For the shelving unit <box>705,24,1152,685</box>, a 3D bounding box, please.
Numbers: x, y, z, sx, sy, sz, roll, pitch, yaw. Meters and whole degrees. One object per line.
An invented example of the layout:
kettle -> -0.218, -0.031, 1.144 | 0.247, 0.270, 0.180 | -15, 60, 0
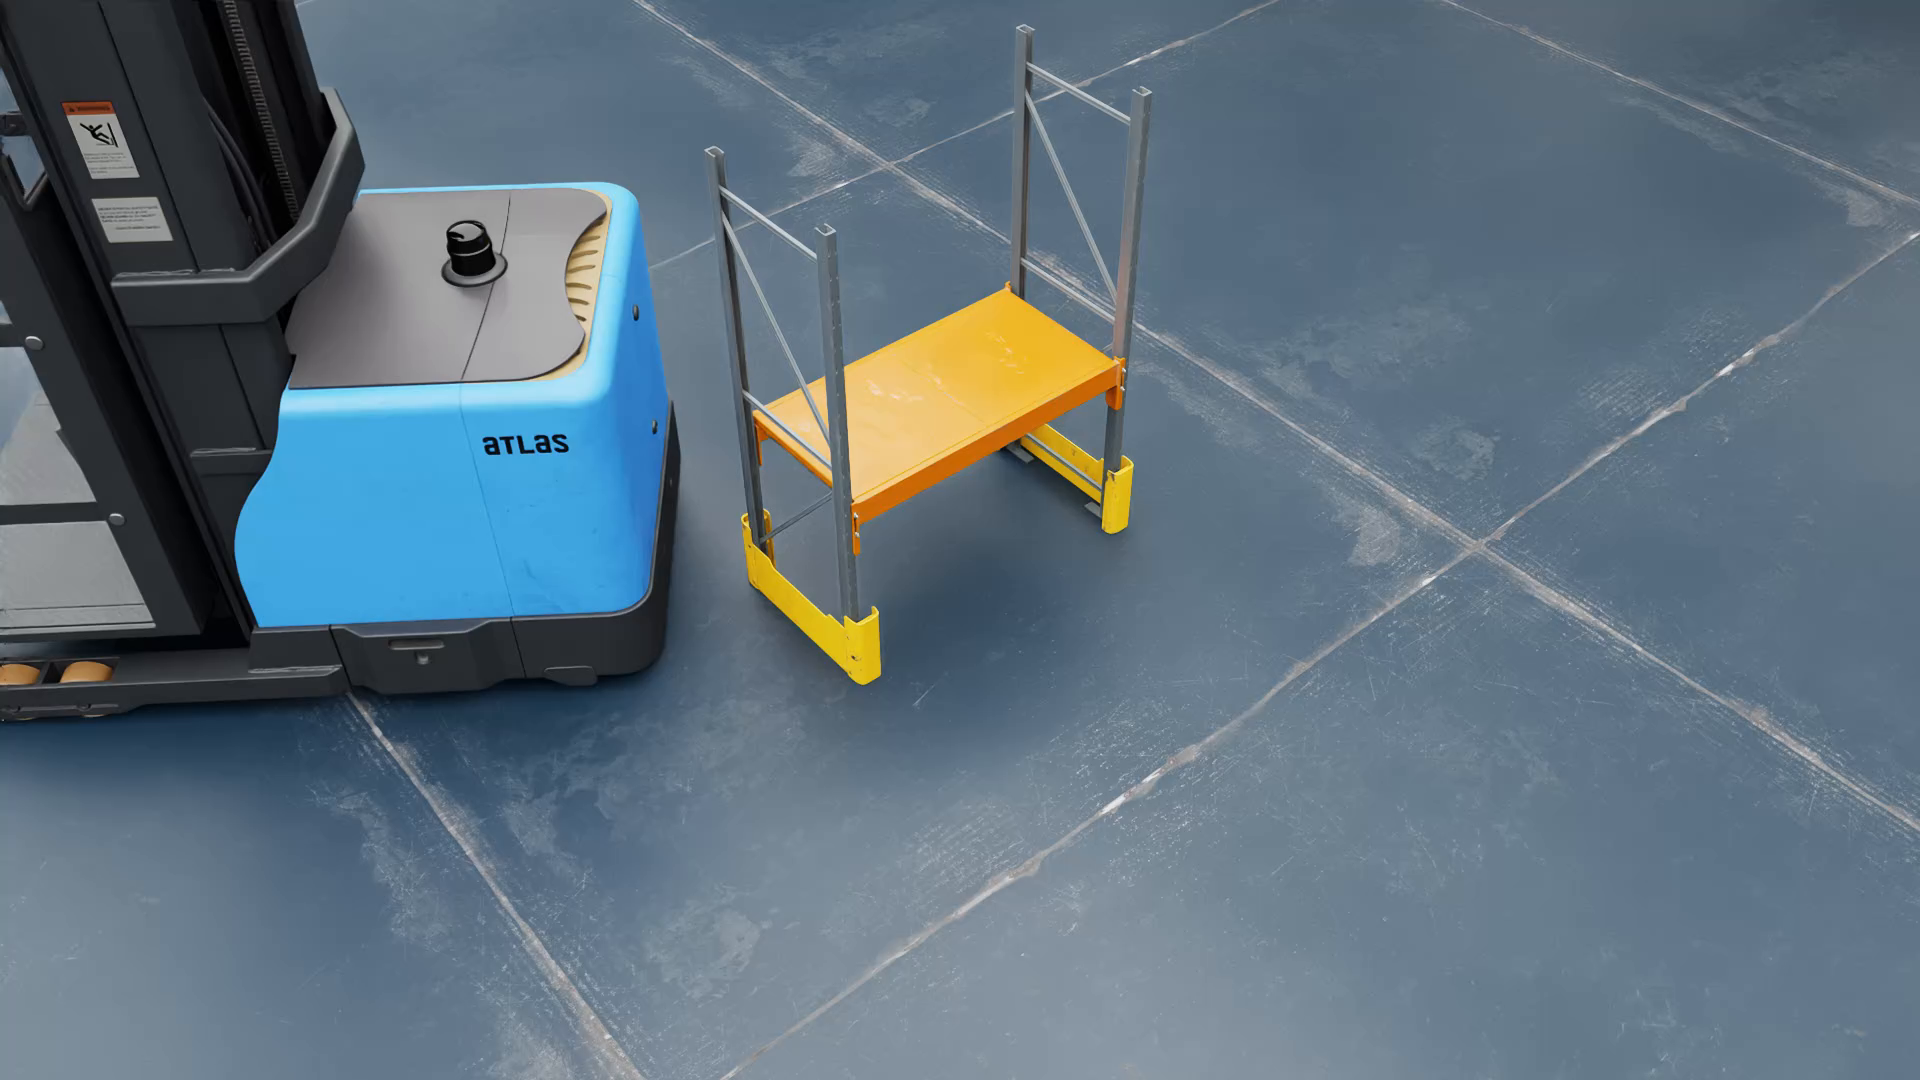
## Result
shelving unit -> -0.058, -0.513, 4.701 | 1.083, 1.500, 0.587 | -30, 51, -28

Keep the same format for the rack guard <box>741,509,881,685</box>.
rack guard -> -0.440, 0.161, 4.896 | 0.087, 0.250, 0.587 | -30, 51, -28

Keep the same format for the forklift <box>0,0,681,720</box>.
forklift -> -2.398, -0.933, 4.103 | 3.031, 2.935, 1.130 | -2, 43, -3

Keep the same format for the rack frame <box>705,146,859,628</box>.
rack frame -> -0.455, -0.286, 4.459 | 0.032, 1.500, 0.500 | -30, 51, -28

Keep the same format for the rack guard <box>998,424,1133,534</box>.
rack guard -> 0.324, -0.276, 5.362 | 0.087, 0.250, 0.587 | -30, 51, -28

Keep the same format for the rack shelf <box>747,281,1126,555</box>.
rack shelf -> -0.065, -0.378, 4.820 | 1.000, 0.185, 0.538 | -30, 51, -28

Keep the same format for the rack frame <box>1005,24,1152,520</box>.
rack frame -> 0.324, -0.733, 4.934 | 0.032, 1.500, 0.500 | -30, 51, -28
